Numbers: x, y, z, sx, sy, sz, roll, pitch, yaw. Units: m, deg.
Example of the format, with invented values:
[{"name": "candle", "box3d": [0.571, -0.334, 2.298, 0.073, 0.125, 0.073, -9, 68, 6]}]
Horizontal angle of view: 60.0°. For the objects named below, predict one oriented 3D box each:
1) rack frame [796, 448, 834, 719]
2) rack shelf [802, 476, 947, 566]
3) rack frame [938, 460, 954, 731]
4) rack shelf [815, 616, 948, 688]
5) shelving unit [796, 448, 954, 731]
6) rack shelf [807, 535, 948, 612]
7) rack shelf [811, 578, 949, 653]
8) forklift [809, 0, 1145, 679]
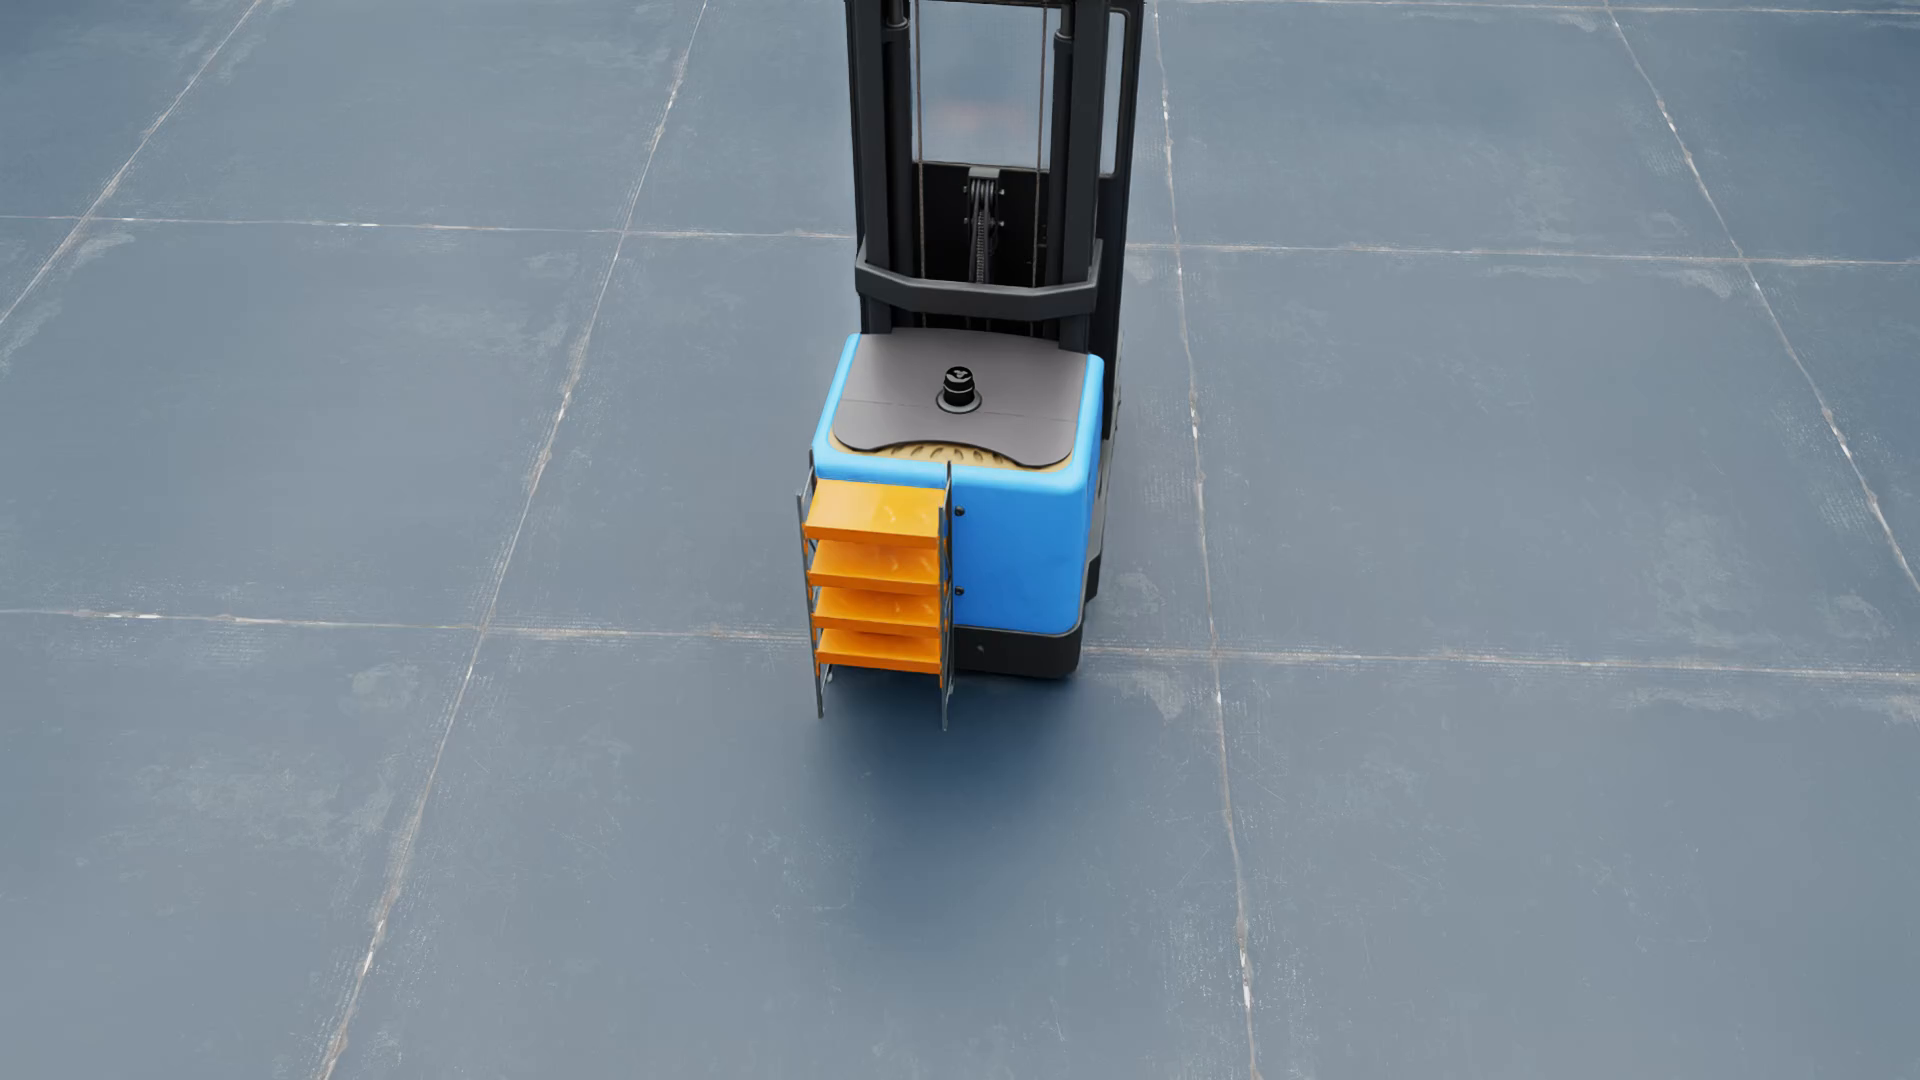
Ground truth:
[{"name": "rack frame", "box3d": [-0.533, 0.188, 6.161, 0.015, 1.200, 0.240, 5, 45, 5]}, {"name": "rack shelf", "box3d": [-0.292, -0.069, 5.861, 0.480, 0.148, 0.258, 5, 45, 5]}, {"name": "rack frame", "box3d": [-0.049, 0.231, 6.115, 0.015, 1.200, 0.240, 5, 45, 5]}, {"name": "rack shelf", "box3d": [-0.289, 0.398, 6.325, 0.480, 0.148, 0.258, 5, 45, 5]}, {"name": "shelving unit", "box3d": [-0.291, 0.210, 6.138, 0.503, 1.200, 0.258, 5, 45, 5]}, {"name": "rack shelf", "box3d": [-0.291, 0.099, 6.028, 0.480, 0.148, 0.258, 5, 45, 5]}, {"name": "rack shelf", "box3d": [-0.290, 0.258, 6.185, 0.480, 0.148, 0.258, 5, 45, 5]}, {"name": "forklift", "box3d": [0.162, -1.536, 6.749, 1.130, 2.935, 3.031, 6, 43, 6]}]
